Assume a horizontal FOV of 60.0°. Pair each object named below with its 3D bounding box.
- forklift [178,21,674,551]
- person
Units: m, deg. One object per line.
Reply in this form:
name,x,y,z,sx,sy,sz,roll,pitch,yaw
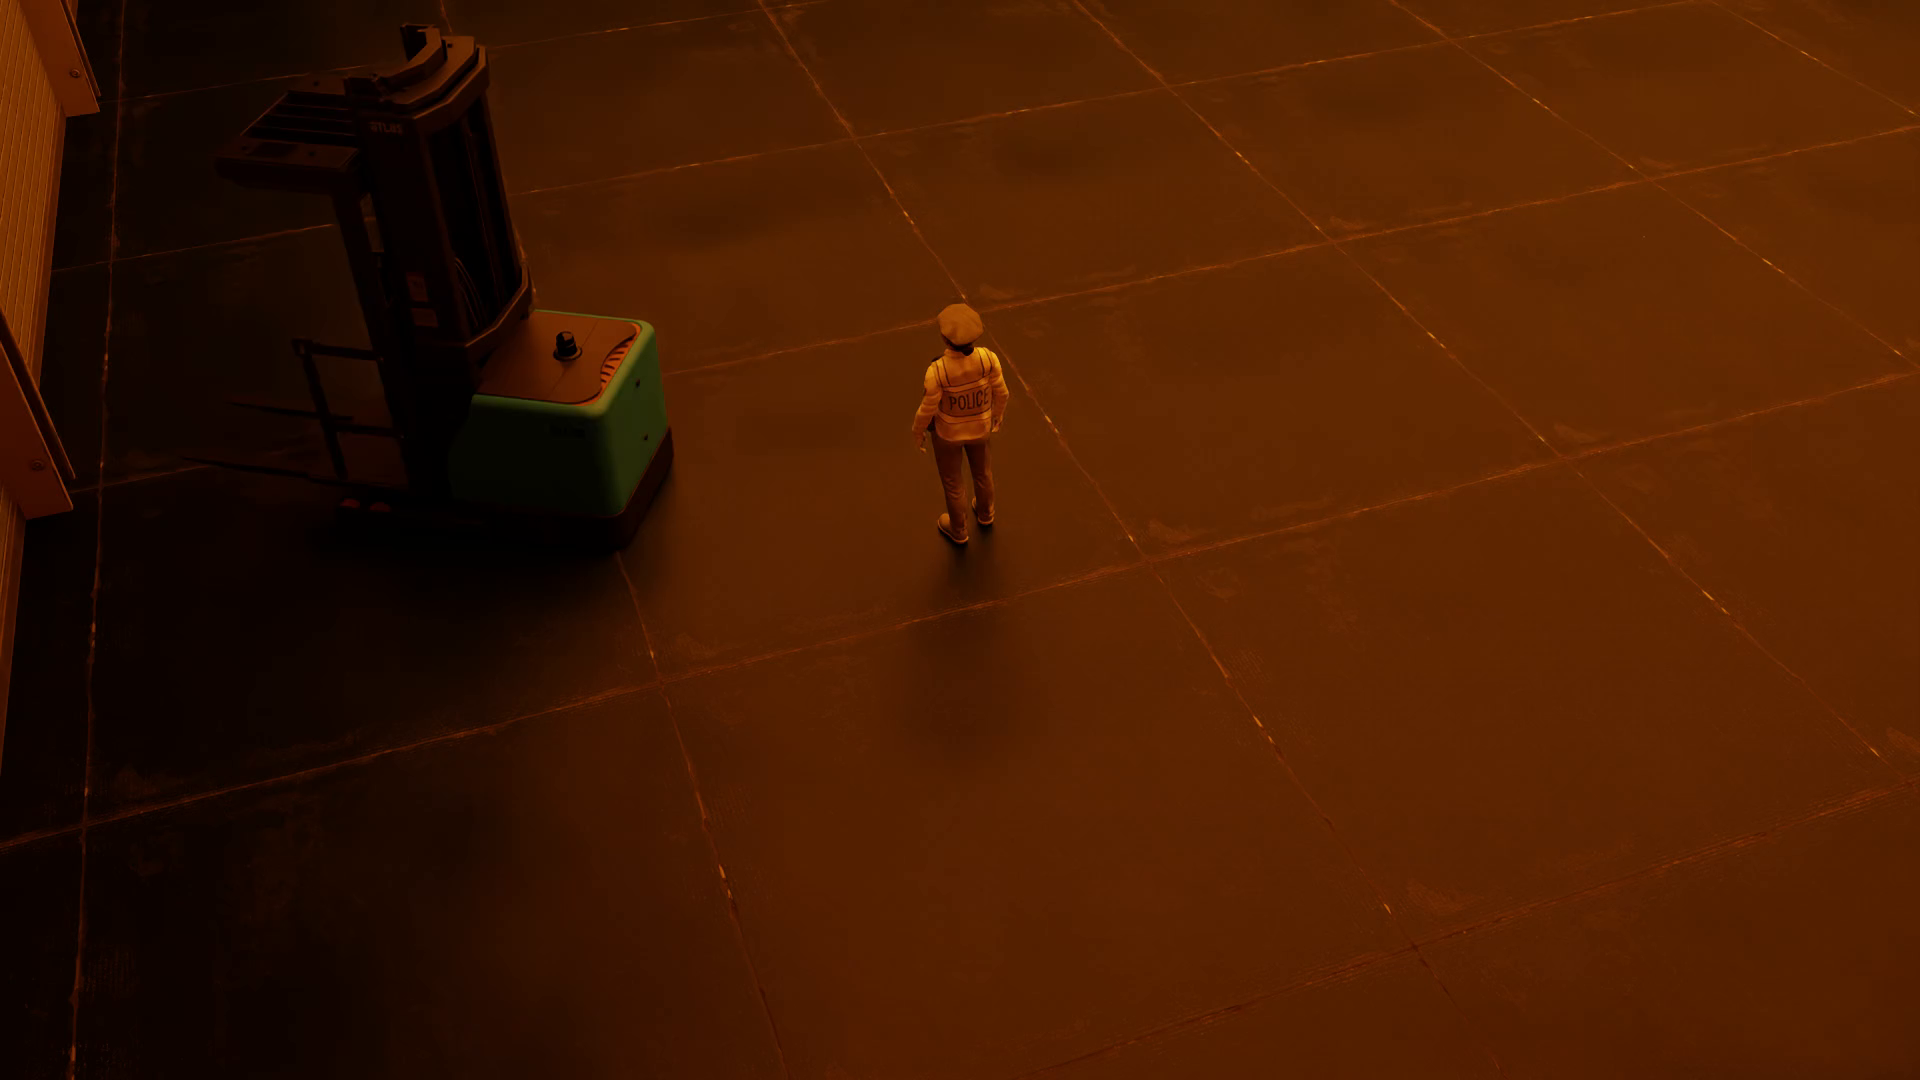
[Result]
forklift,-3.427,-1.519,9.805,3.031,2.935,1.130,7,41,8
person,-0.017,-0.697,9.777,0.586,1.694,0.531,-13,42,-15
